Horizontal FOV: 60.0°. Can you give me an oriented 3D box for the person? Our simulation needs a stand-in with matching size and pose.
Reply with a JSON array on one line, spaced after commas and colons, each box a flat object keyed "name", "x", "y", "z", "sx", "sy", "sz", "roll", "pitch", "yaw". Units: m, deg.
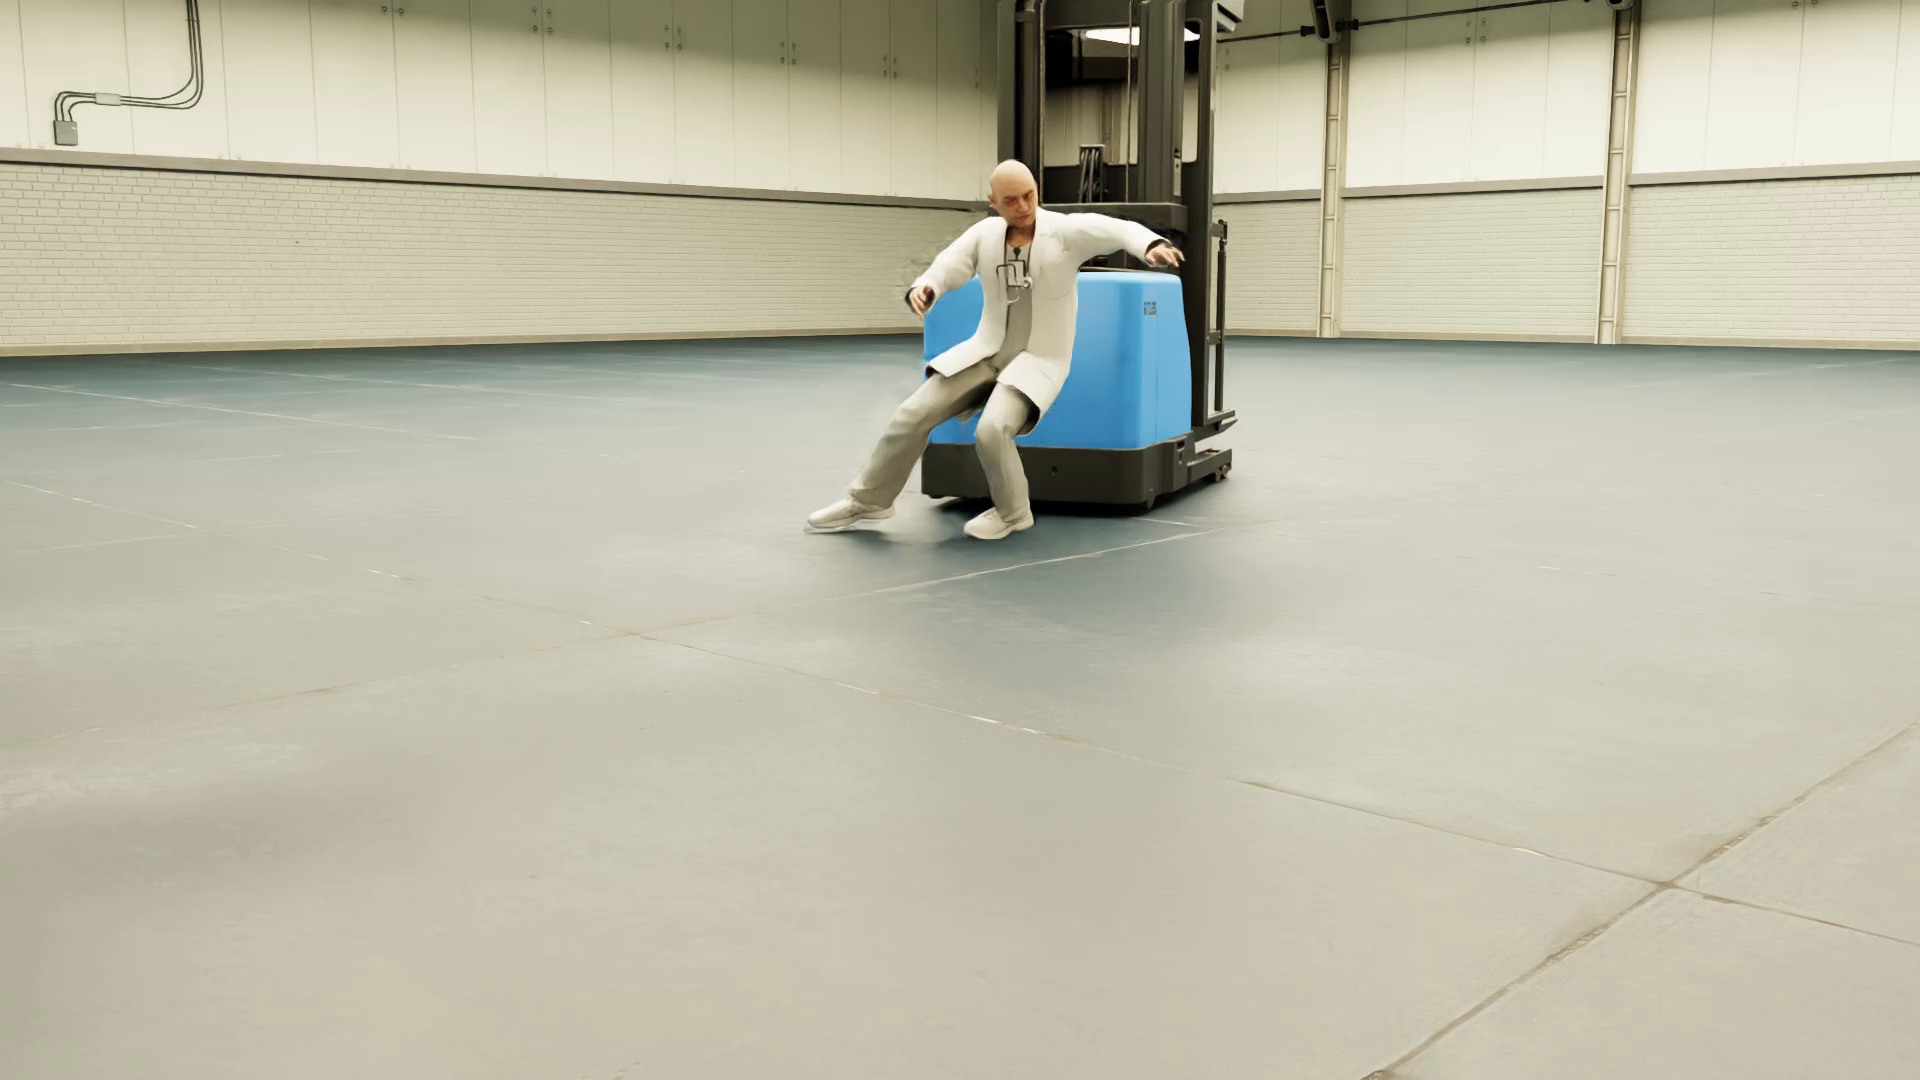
[{"name": "person", "x": 0.136, "y": -0.731, "z": 6.566, "sx": 1.619, "sy": 1.500, "sz": 0.804, "roll": 3, "pitch": 9, "yaw": 19}]

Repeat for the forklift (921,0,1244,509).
[{"name": "forklift", "x": 0.821, "y": -1.769, "z": 8.620, "sx": 1.130, "sy": 2.935, "sz": 3.031, "roll": 3, "pitch": 9, "yaw": 21}]
